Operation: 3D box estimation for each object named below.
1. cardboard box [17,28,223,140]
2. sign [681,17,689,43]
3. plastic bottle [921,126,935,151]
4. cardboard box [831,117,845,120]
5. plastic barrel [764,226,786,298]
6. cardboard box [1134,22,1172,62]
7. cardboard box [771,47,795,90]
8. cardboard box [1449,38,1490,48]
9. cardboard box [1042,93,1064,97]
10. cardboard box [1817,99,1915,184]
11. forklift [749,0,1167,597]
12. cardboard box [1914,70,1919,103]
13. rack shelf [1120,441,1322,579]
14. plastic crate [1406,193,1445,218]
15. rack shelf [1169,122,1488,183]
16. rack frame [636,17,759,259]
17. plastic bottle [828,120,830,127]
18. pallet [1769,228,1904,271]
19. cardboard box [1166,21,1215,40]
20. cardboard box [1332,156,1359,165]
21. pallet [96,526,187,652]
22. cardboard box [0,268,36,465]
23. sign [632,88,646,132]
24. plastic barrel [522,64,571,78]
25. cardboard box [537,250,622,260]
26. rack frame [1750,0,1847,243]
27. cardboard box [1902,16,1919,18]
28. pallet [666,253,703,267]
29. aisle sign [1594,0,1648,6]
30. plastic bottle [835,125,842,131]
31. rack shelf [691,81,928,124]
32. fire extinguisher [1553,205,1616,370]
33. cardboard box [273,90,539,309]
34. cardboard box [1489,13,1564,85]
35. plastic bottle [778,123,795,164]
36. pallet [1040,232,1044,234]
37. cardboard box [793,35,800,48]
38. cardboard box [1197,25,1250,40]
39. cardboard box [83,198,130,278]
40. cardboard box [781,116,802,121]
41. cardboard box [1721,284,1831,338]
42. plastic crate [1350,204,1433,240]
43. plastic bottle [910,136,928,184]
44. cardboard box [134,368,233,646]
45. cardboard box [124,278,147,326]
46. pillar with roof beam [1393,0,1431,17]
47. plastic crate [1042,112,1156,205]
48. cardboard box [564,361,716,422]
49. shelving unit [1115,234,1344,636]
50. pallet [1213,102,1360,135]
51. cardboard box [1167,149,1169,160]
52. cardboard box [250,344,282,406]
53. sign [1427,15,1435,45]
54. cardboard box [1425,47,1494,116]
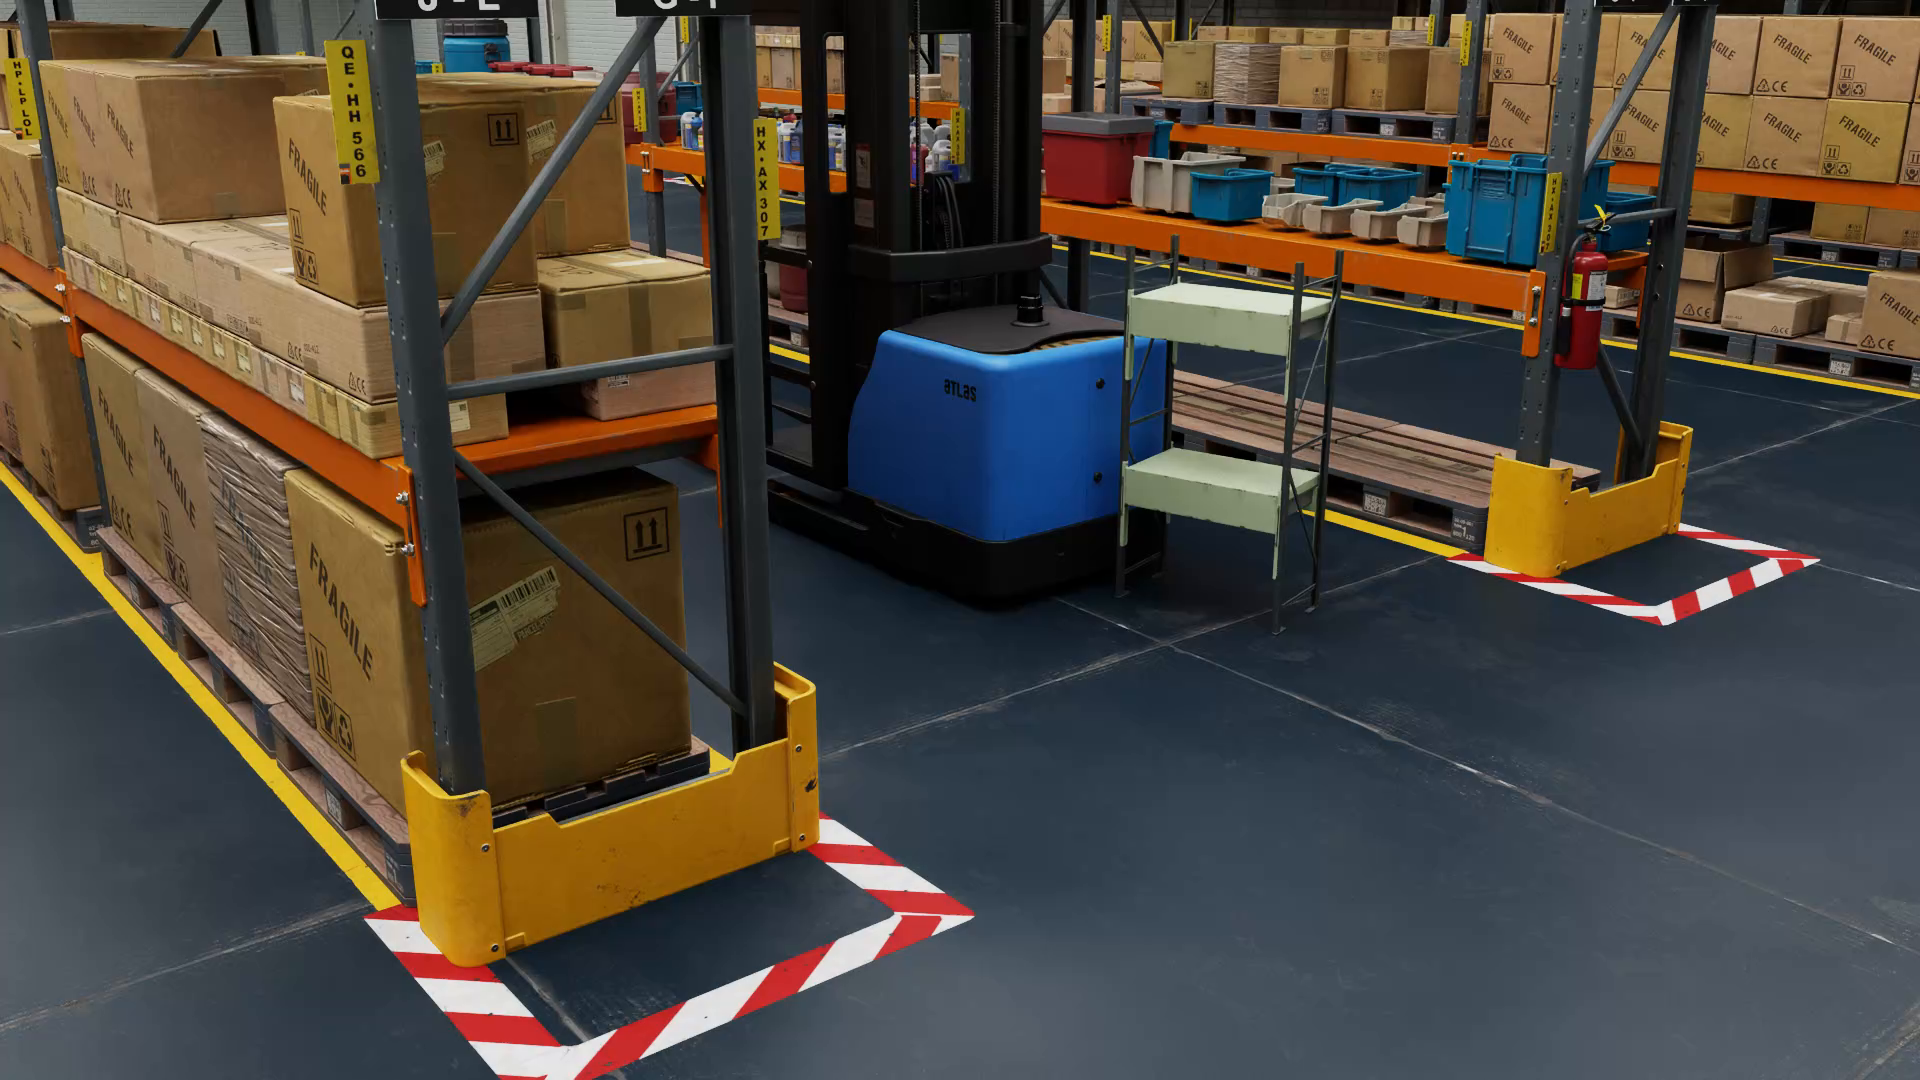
[{"bbox_3d":[-3.869,-2.105,7.691,0.797,0.503,0.637,-15,23,-38],"label":"cardboard box"},{"bbox_3d":[-3.588,-6.656,21.689,0.100,0.325,0.005,-14,23,-36],"label":"sign"},{"bbox_3d":[-0.267,-2.720,11.502,0.152,0.276,0.135,-14,23,-36],"label":"plastic bottle"},{"bbox_3d":[-1.329,-5.001,20.706,0.500,0.500,0.500,-14,23,-36],"label":"cardboard box"},{"bbox_3d":[-1.330,-2.157,12.894,0.421,0.512,0.421,0,18,0],"label":"plastic barrel"},{"bbox_3d":[2.679,-6.647,22.178,0.500,0.500,0.500,-14,23,-36],"label":"cardboard box"},{"bbox_3d":[-1.906,-5.864,20.639,0.700,0.500,0.500,-13,22,-35],"label":"cardboard box"},{"bbox_3d":[5.800,-5.339,18.552,0.500,0.500,0.500,-13,22,-35],"label":"cardboard box"},{"bbox_3d":[0.982,-4.527,17.162,0.380,0.149,0.250,-12,22,-32],"label":"cardboard box"},{"bbox_3d":[5.969,-2.604,10.795,0.500,0.500,0.500,-14,23,-36],"label":"cardboard box"},{"bbox_3d":[-0.389,-1.547,7.872,1.130,2.935,3.031,-14,23,-36],"label":"forklift"},{"bbox_3d":[6.293,-2.950,10.250,0.500,0.500,0.500,-14,23,-37],"label":"cardboard box"},{"bbox_3d":[1.087,-0.136,6.925,0.720,0.370,0.431,13,22,34],"label":"rack shelf"},{"bbox_3d":[2.449,-1.697,8.539,0.250,0.136,0.298,-14,23,-36],"label":"plastic crate"},{"bbox_3d":[3.060,-3.509,14.832,1.077,0.370,4.000,-14,23,-36],"label":"rack shelf"},{"bbox_3d":[-2.067,-3.377,13.290,1.000,3.000,0.127,-14,23,-36],"label":"rack frame"},{"bbox_3d":[-1.039,-3.115,12.703,0.097,0.271,0.097,0,18,0],"label":"plastic bottle"},{"bbox_3d":[8.593,-2.799,15.979,1.003,0.211,1.213,-14,23,-36],"label":"pallet"},{"bbox_3d":[3.087,-6.747,22.482,0.500,0.500,0.500,-15,23,-37],"label":"cardboard box"},{"bbox_3d":[4.982,-4.650,20.410,0.700,0.500,0.500,-14,23,-36],"label":"cardboard box"},{"bbox_3d":[-3.056,0.101,7.221,1.003,0.211,1.213,-14,23,-36],"label":"pallet"},{"bbox_3d":[-4.435,-0.990,8.791,1.225,0.875,0.875,-15,23,-38],"label":"cardboard box"},{"bbox_3d":[-2.494,-3.346,12.935,0.100,0.325,0.005,-14,23,-36],"label":"sign"},{"bbox_3d":[-3.673,-3.968,14.858,0.433,0.535,0.433,0,18,0],"label":"plastic barrel"},{"bbox_3d":[-1.397,-0.807,5.294,0.500,0.250,0.500,-14,23,-37],"label":"cardboard box"},{"bbox_3d":[8.182,-4.325,16.153,1.000,3.000,0.127,-14,23,-36],"label":"rack frame"},{"bbox_3d":[6.386,-3.182,10.951,0.500,0.500,0.500,-14,23,-36],"label":"cardboard box"},{"bbox_3d":[-2.518,-2.252,14.328,1.003,0.211,1.213,-14,23,-36],"label":"pallet"},{"bbox_3d":[2.715,-2.565,6.702,0.394,0.787,0.004,-14,23,-36],"label":"aisle sign"},{"bbox_3d":[-0.918,-3.034,12.569,0.097,0.201,0.097,0,18,0],"label":"plastic bottle"},{"bbox_3d":[-1.907,-5.480,20.785,1.077,0.370,4.000,-14,23,-36],"label":"rack shelf"},{"bbox_3d":[2.637,-1.066,7.028,0.296,0.674,0.183,-14,23,-36],"label":"fire extinguisher"},{"bbox_3d":[-1.491,-0.934,4.484,0.500,0.500,0.500,-14,23,-35],"label":"cardboard box"},{"bbox_3d":[4.374,-3.709,12.541,0.500,0.500,0.500,-13,22,-35],"label":"cardboard box"},{"bbox_3d":[-1.191,-2.807,11.765,0.152,0.276,0.135,-14,23,-36],"label":"plastic bottle"},{"bbox_3d":[0.584,-3.530,18.188,1.003,0.211,1.213,-14,23,-36],"label":"pallet"},{"bbox_3d":[-1.790,-6.023,20.088,0.380,0.149,0.250,-13,22,-35],"label":"cardboard box"},{"bbox_3d":[3.505,-6.421,21.623,0.700,0.500,0.500,-14,23,-36],"label":"cardboard box"},{"bbox_3d":[-3.075,-1.205,6.494,0.500,0.250,0.500,-14,23,-36],"label":"cardboard box"},{"bbox_3d":[-2.061,-5.019,20.761,0.500,0.500,0.500,-14,23,-36],"label":"cardboard box"},{"bbox_3d":[5.688,-1.601,11.601,0.500,0.250,0.500,-14,23,-36],"label":"cardboard box"},{"bbox_3d":[2.083,-1.549,8.093,0.396,0.136,0.243,-14,23,-36],"label":"plastic crate"},{"bbox_3d":[-0.261,-2.418,10.580,0.061,0.283,0.133,-14,23,-36],"label":"plastic bottle"},{"bbox_3d":[-2.560,-0.216,6.454,0.875,0.875,0.875,-14,23,-36],"label":"cardboard box"},{"bbox_3d":[-2.893,-0.911,6.242,0.380,0.149,0.250,-14,23,-37],"label":"cardboard box"},{"bbox_3d":[2.195,-7.808,17.126,9.100,9.000,0.400,-14,23,-36],"label":"pillar with roof beam"},{"bbox_3d":[0.774,-2.182,9.482,0.402,0.464,0.583,-14,23,-36],"label":"plastic crate"},{"bbox_3d":[-0.945,-0.472,4.916,0.380,0.149,0.250,-14,23,-36],"label":"cardboard box"},{"bbox_3d":[1.087,-0.446,6.822,0.755,1.500,0.431,13,22,34],"label":"shelving unit"},{"bbox_3d":[3.029,-3.774,14.793,1.003,0.211,1.213,-14,23,-36],"label":"pallet"},{"bbox_3d":[2.860,-5.286,22.863,0.250,0.166,0.380,17,25,41],"label":"cardboard box"},{"bbox_3d":[-1.935,-0.531,5.095,0.380,0.149,0.250,-13,23,-35],"label":"cardboard box"},{"bbox_3d":[5.279,-5.715,18.633,0.100,0.325,0.005,-14,23,-36],"label":"sign"},{"bbox_3d":[4.183,-3.765,13.633,0.500,0.500,0.700,11,21,30],"label":"cardboard box"}]
